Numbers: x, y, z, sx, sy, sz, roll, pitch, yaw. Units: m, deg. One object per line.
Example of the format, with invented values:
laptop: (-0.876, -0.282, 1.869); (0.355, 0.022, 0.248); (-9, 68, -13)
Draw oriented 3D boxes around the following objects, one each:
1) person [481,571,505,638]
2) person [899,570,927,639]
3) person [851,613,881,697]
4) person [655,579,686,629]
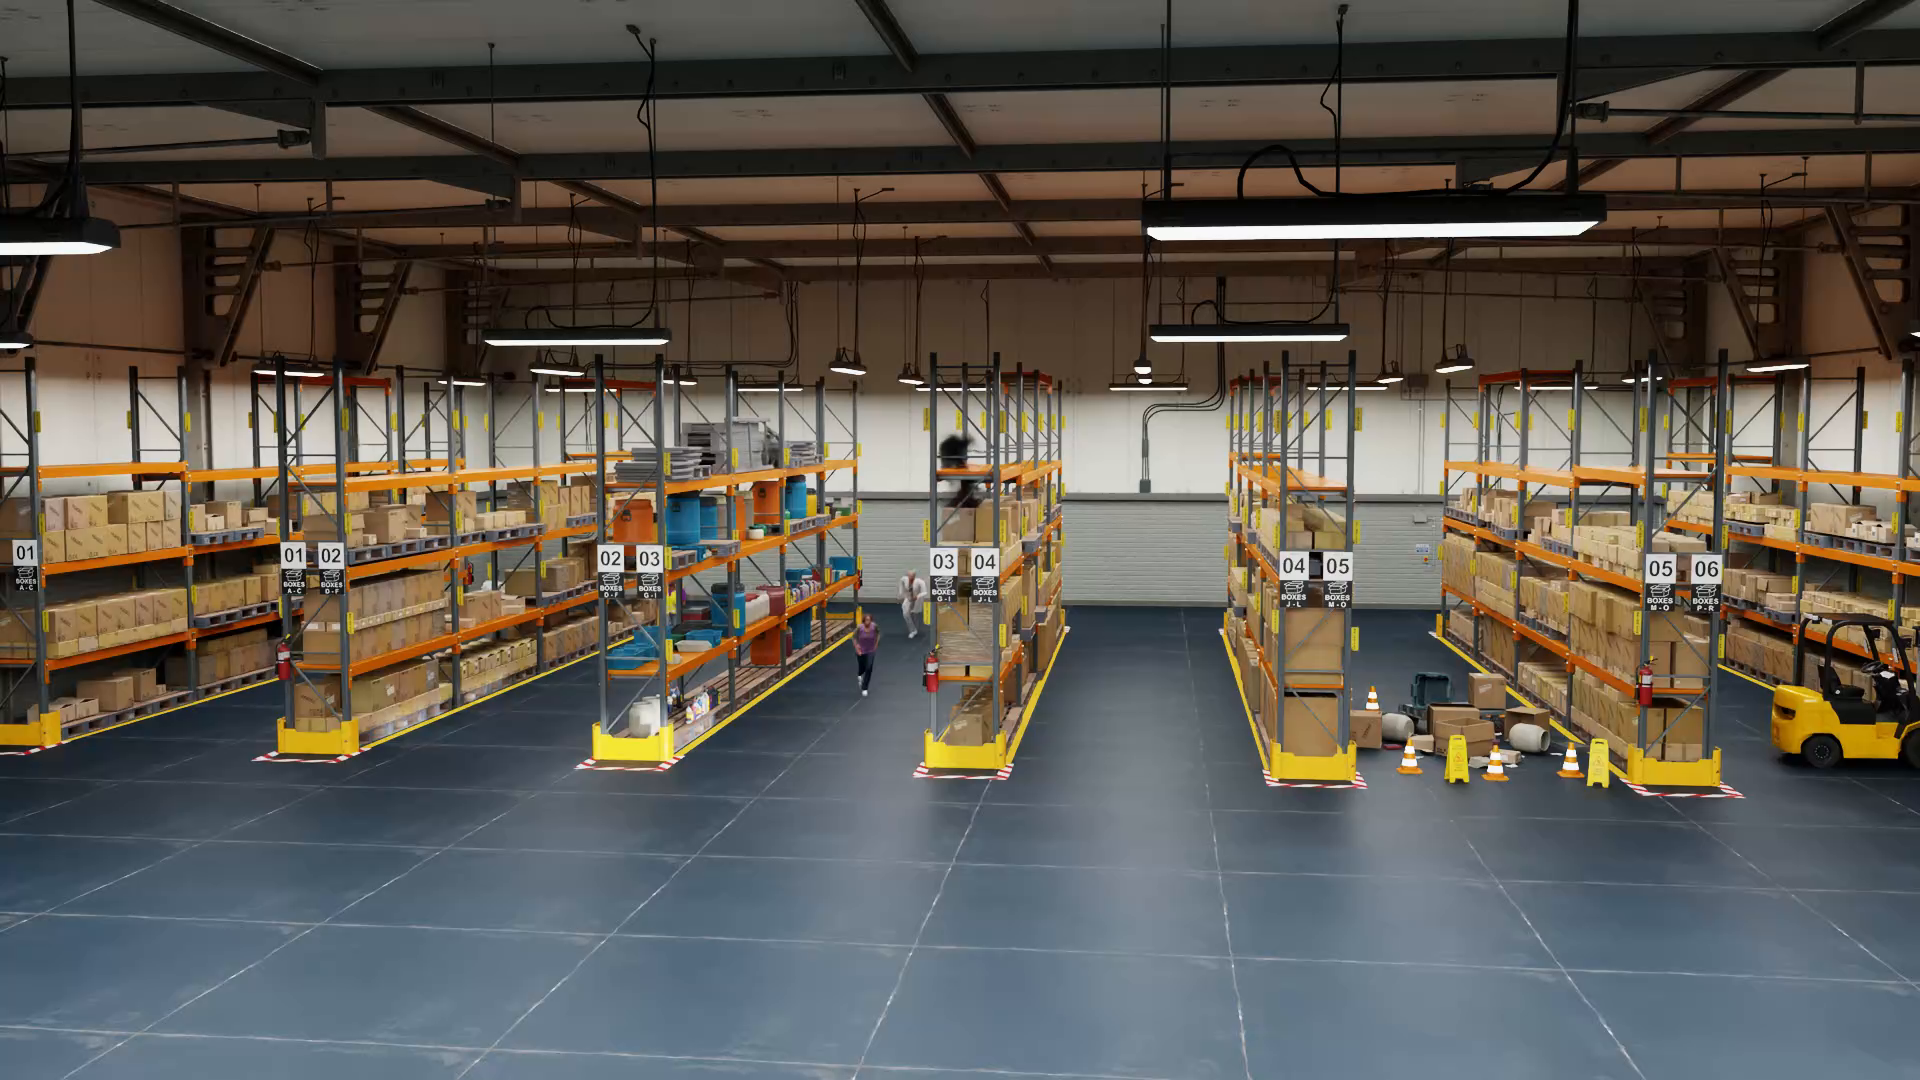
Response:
person: (-10.648, 1.496, 37.957); (0.628, 1.685, 0.689); (0, 4, -3)
person: (-1.063, 1.459, 38.885); (0.714, 1.607, 1.137); (1, 4, 10)
person: (-1.757, 2.088, 30.688); (0.551, 1.552, 0.863); (-1, 4, -16)
person: (-6.211, 1.603, 35.661); (0.683, 1.789, 0.723); (0, 4, -3)
